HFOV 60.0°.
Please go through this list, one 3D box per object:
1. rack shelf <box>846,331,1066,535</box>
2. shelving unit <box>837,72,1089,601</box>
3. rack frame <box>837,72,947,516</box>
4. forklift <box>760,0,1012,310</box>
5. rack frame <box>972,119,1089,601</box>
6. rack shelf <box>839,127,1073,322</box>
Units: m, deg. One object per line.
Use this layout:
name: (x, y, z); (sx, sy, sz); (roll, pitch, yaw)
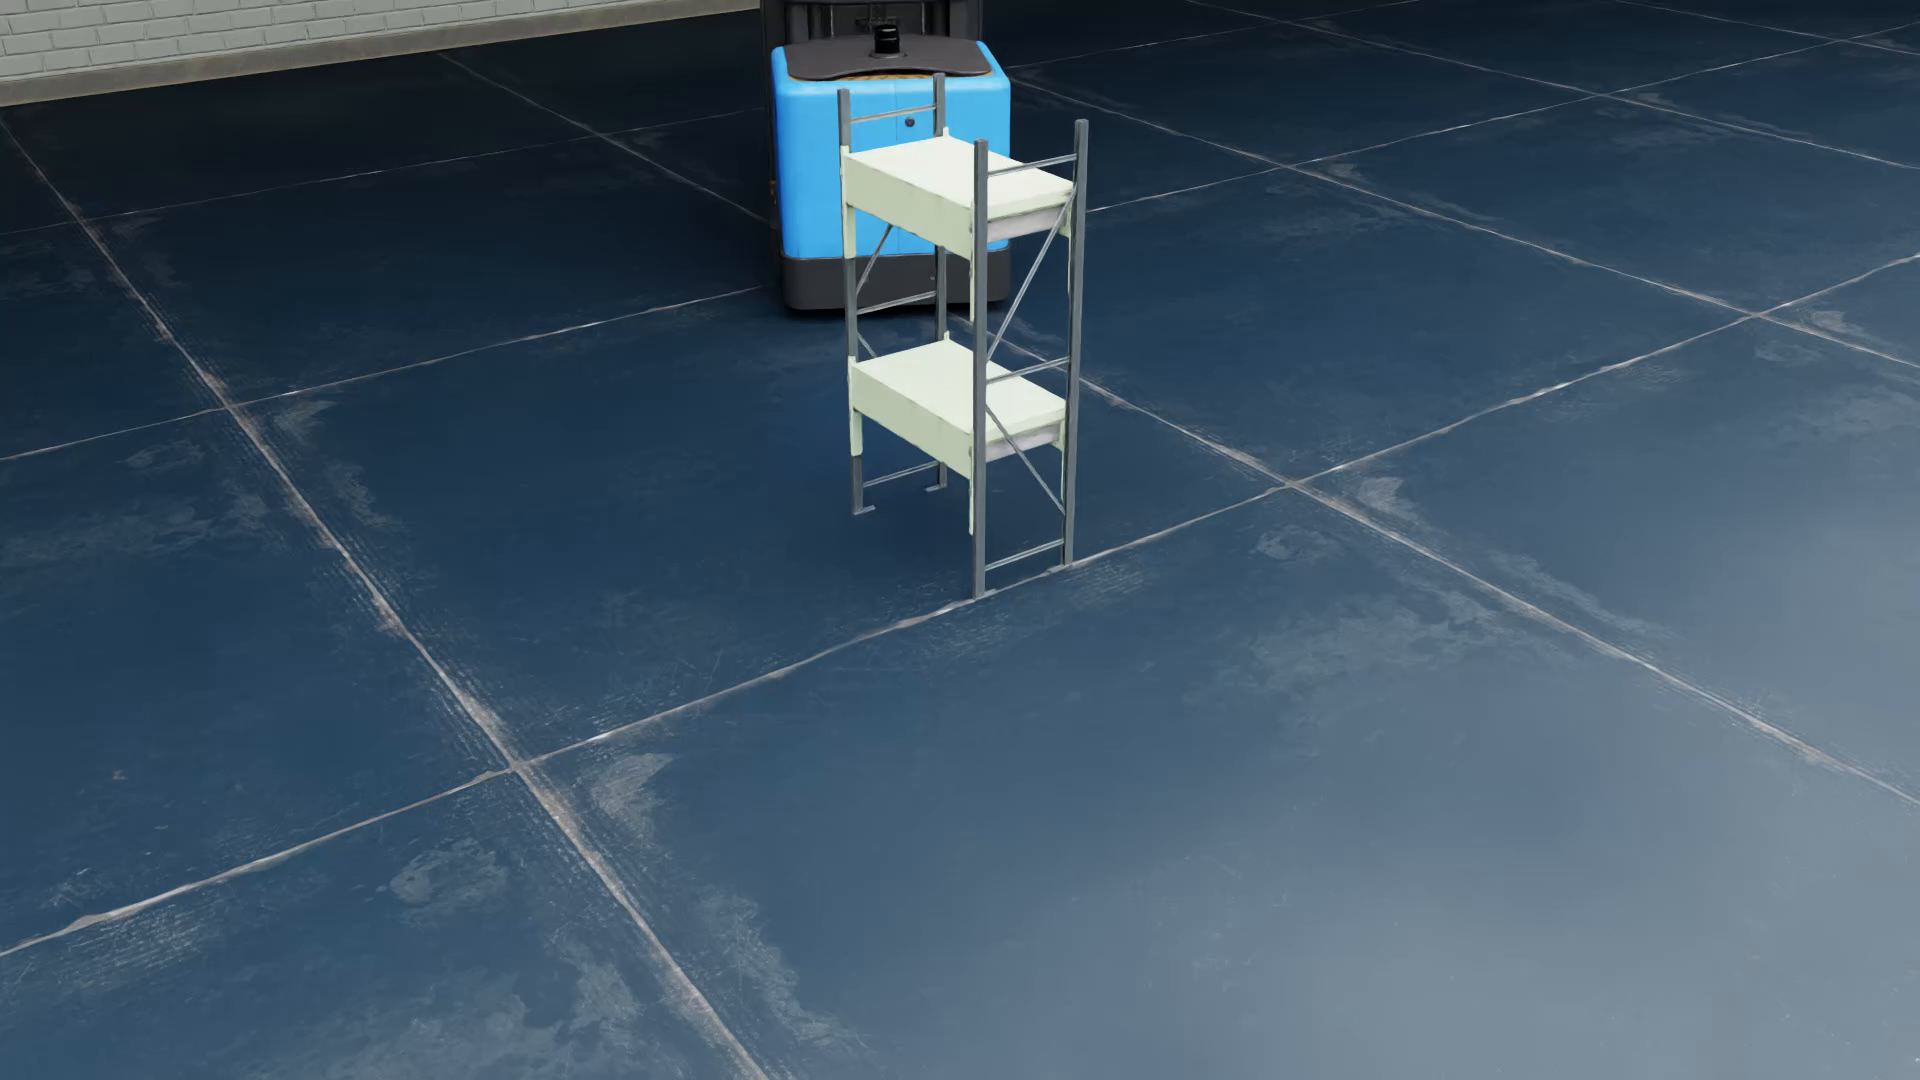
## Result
rack shelf: (-0.004, -0.375, 5.552); (0.431, 0.370, 0.720); (-19, 34, -31)
shelving unit: (-0.004, -0.662, 5.397); (0.431, 1.500, 0.755); (-19, 34, -31)
rack frame: (-0.216, -0.804, 5.659); (0.400, 1.500, 0.023); (-19, 34, -31)
forklift: (-0.467, -3.006, 8.214); (1.130, 2.935, 3.031); (-4, 29, -6)
rack frame: (0.208, -0.519, 5.135); (0.400, 1.500, 0.023); (-19, 34, -31)
rack shelf: (-0.004, -1.005, 5.211); (0.431, 0.370, 0.720); (-19, 34, -31)
